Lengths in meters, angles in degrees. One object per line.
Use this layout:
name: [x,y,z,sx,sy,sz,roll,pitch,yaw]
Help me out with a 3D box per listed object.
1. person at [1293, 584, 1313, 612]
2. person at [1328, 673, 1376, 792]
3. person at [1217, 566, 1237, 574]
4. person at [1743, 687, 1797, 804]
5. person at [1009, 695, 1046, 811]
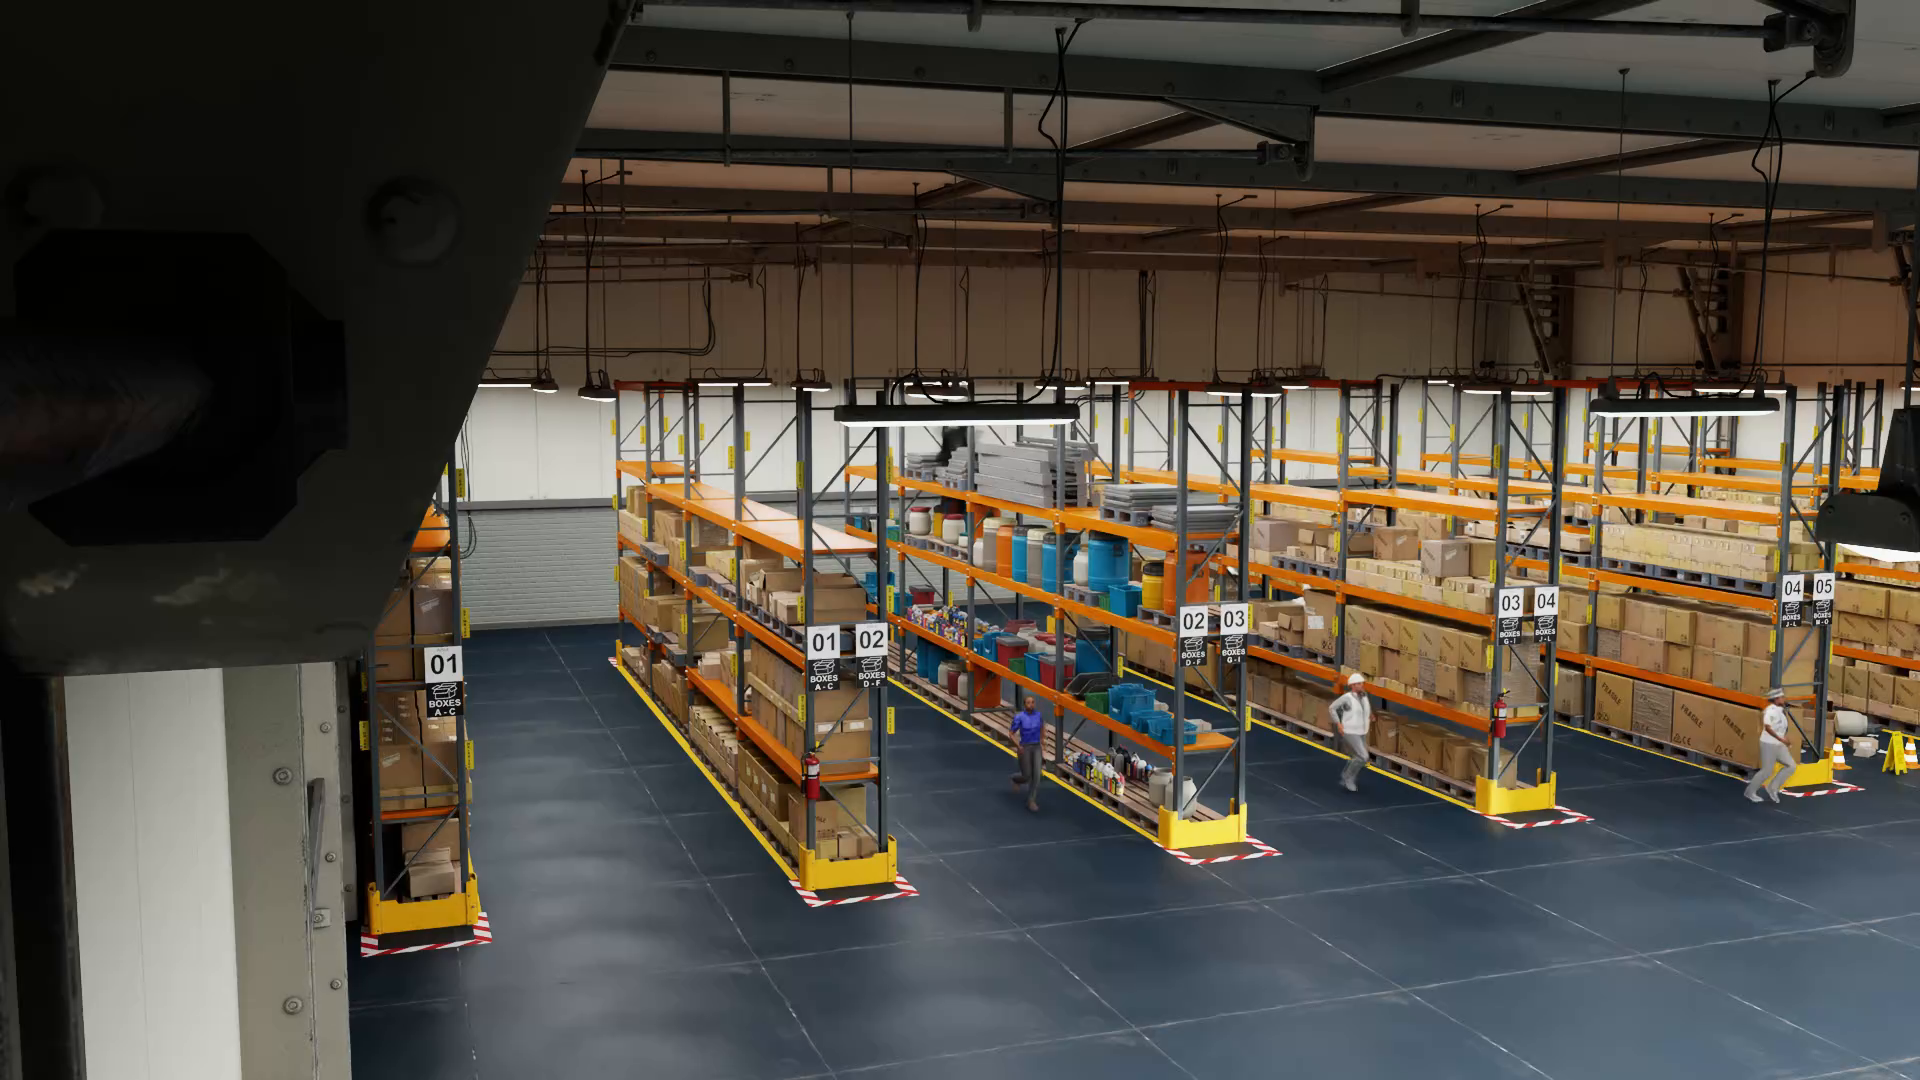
person: [7.264,1.785,34.854,0.738,1.733,0.750,-1,6,-13]
person: [5.871,2.851,24.595,0.644,1.751,0.642,-5,8,-38]
person: [6.510,1.190,41.115,0.669,1.677,0.756,-4,7,-31]
person: [11.801,2.969,24.114,0.632,1.671,0.648,5,8,41]
person: [0.983,3.021,23.881,0.584,1.628,0.668,-2,6,-21]
